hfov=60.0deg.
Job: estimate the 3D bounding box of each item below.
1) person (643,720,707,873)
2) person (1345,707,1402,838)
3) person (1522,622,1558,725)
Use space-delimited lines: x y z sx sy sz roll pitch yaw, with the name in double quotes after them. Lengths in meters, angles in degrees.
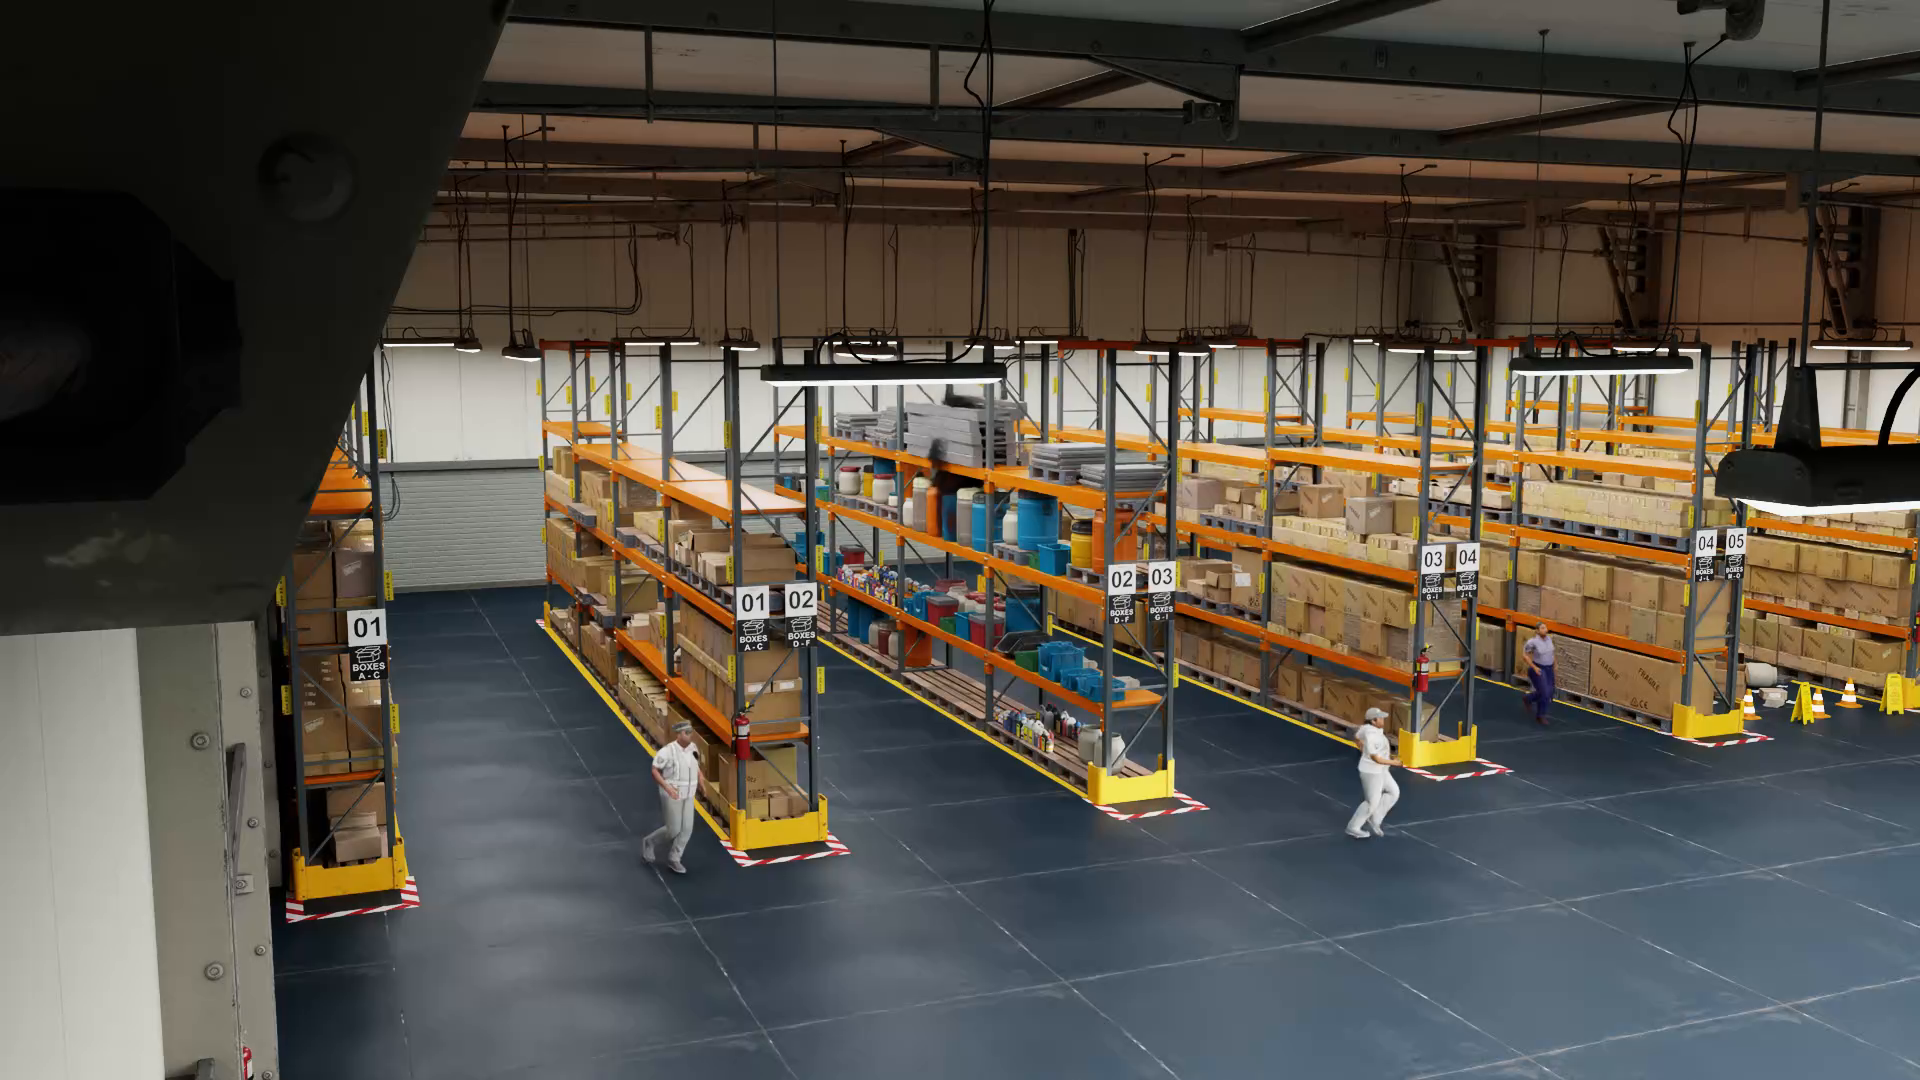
-3.299 2.957 19.477 0.664 1.732 0.731 6 10 39 "person"
5.104 2.871 20.487 0.648 1.663 0.610 2 8 13 "person"
9.231 2.101 26.545 0.603 1.629 0.624 -4 8 -28 "person"
